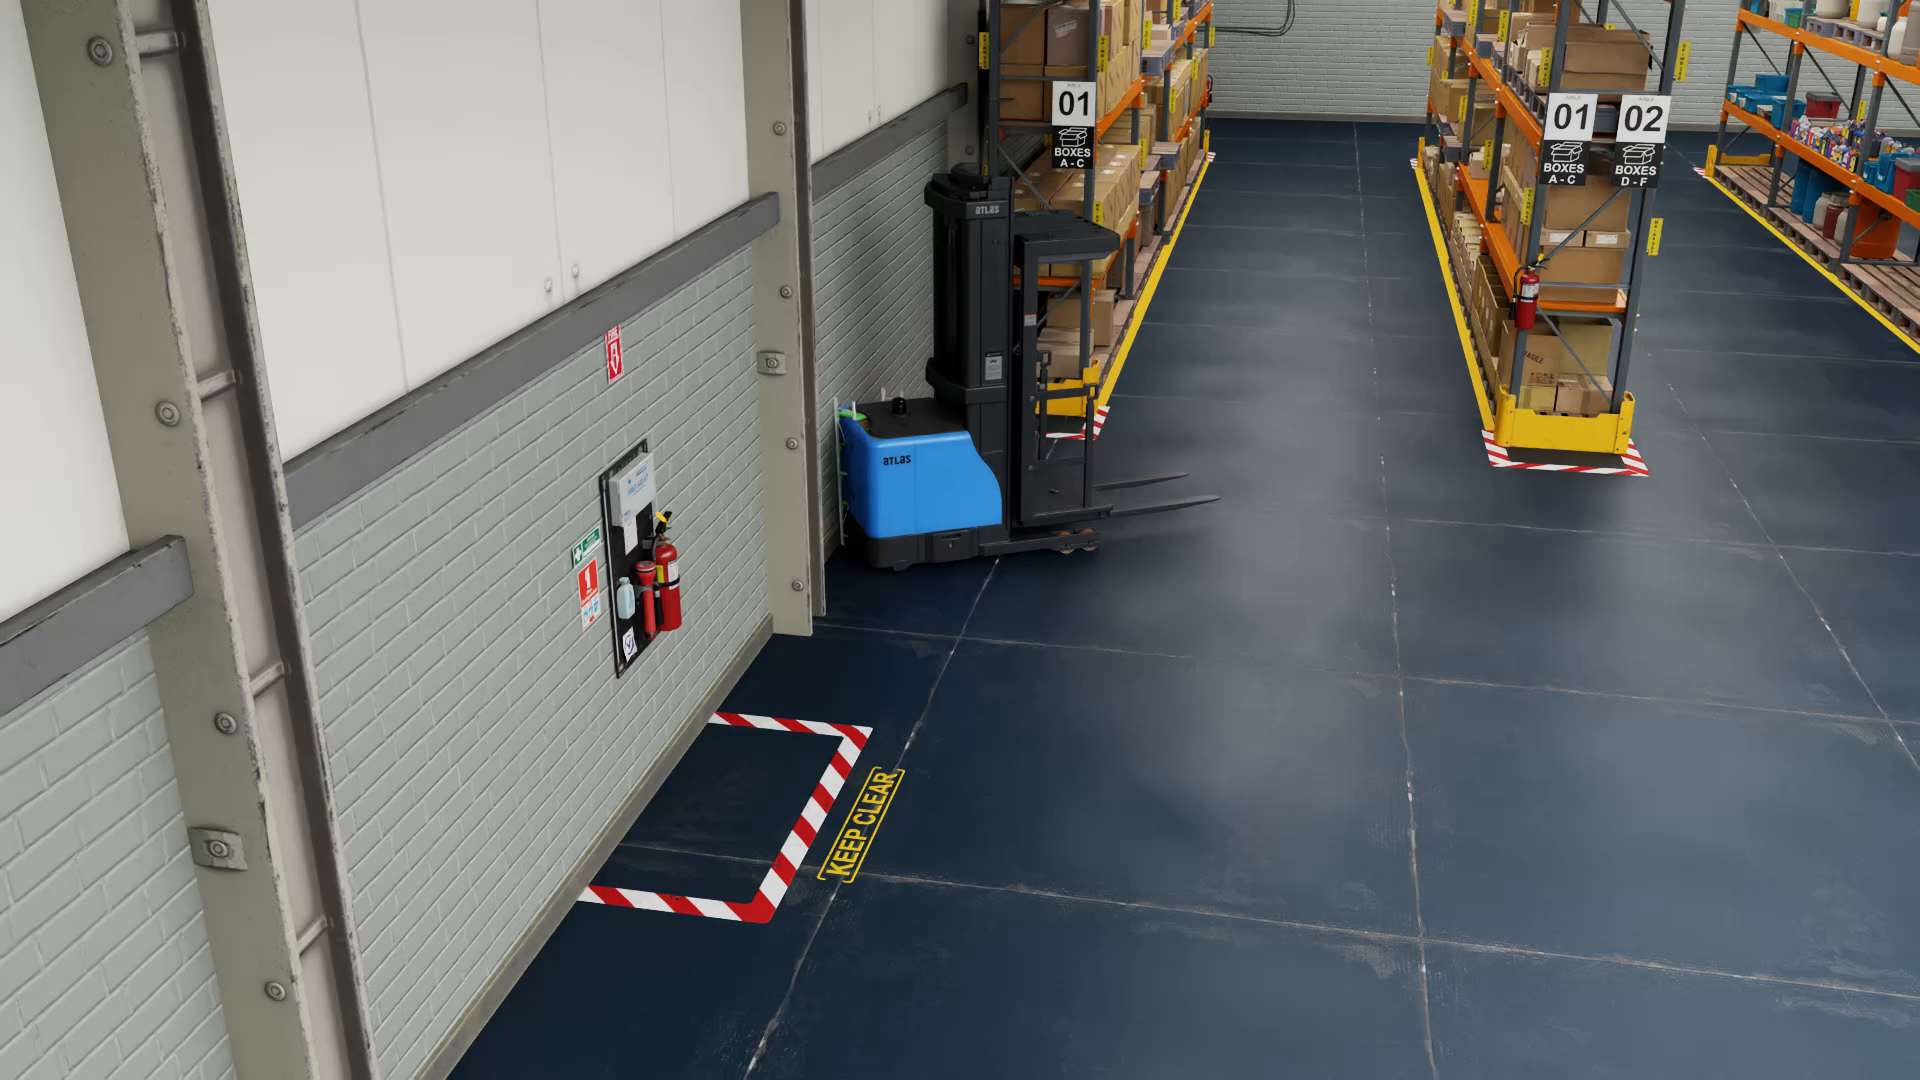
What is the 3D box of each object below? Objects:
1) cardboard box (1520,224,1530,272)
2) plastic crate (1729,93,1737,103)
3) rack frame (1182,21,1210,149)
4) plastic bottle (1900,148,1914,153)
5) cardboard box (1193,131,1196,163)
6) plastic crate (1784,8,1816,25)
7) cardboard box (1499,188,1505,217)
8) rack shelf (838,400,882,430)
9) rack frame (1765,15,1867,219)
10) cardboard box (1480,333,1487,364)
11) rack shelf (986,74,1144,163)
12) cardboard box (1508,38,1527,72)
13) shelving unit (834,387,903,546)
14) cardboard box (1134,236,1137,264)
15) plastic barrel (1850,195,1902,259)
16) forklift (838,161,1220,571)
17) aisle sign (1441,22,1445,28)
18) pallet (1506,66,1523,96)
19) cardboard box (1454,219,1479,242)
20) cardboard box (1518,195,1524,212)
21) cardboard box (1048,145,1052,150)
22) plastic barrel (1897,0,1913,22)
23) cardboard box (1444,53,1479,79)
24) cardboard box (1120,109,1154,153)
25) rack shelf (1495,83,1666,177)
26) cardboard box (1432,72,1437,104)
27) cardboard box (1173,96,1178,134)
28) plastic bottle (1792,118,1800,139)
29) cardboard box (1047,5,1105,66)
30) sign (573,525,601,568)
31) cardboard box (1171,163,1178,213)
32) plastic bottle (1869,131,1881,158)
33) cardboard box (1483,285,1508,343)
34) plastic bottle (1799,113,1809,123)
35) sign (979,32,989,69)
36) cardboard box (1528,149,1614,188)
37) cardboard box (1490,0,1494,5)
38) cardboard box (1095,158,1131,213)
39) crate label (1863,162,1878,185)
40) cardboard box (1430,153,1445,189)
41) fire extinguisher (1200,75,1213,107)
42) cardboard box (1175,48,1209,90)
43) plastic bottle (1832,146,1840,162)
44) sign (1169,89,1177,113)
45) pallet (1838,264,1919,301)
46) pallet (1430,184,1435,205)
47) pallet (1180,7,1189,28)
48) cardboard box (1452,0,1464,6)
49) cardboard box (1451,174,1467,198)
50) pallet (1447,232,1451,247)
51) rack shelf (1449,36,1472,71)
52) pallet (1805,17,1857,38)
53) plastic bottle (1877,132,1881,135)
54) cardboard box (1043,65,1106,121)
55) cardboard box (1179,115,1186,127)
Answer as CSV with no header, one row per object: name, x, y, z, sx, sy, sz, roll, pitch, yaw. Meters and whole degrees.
cardboard box,5.935,-2.886,16.370,0.700,0.500,0.500,5,22,11
plastic crate,13.211,-7.498,28.229,0.250,0.136,0.298,4,22,11
rack frame,4.032,-8.524,30.503,1.000,3.000,0.127,4,22,11
plastic bottle,12.597,-5.088,22.138,0.152,0.276,0.135,4,22,11
cardboard box,3.783,-6.929,29.326,0.700,0.500,0.500,4,22,9
plastic crate,12.788,-7.977,25.354,0.416,0.233,0.300,4,22,11
cardboard box,6.491,-3.873,19.155,0.500,0.250,0.500,6,23,14
rack shelf,-0.709,-0.962,13.022,0.480,0.148,0.258,-17,23,-41
rack frame,12.914,-6.306,24.996,1.000,3.000,0.127,4,22,11
cardboard box,5.732,-1.984,17.382,0.500,0.250,0.500,4,22,11
rack shelf,1.175,-4.462,17.364,1.077,0.370,4.000,4,22,11
cardboard box,5.963,-5.007,17.126,0.500,0.311,0.500,3,22,8
shelving unit,-0.698,-0.566,13.148,0.503,1.200,0.258,-17,23,-41
cardboard box,1.917,-3.827,21.597,0.700,0.500,0.500,5,22,12
plastic barrel,12.181,-4.211,22.138,0.600,0.830,0.708,4,22,11
forklift,0.591,-1.433,12.988,3.031,2.935,1.130,-7,23,-17
aisle sign,8.609,-9.401,29.201,0.394,0.787,0.004,4,22,11
pallet,6.285,-4.795,17.349,1.003,0.211,1.213,4,22,11
cardboard box,6.757,-4.040,21.736,0.500,0.311,0.500,4,22,10
cardboard box,5.823,-3.365,16.692,0.380,0.149,0.250,4,22,10
cardboard box,1.283,-4.267,19.103,0.500,0.500,0.500,4,22,10
plastic barrel,12.217,-6.836,21.159,0.600,0.830,0.708,4,22,11
cardboard box,7.916,-7.400,26.239,0.500,0.500,0.500,5,22,11
cardboard box,2.226,-5.470,22.196,0.700,0.500,0.500,2,22,6
rack shelf,6.026,-4.085,16.430,1.077,0.370,4.000,4,22,11
cardboard box,8.328,-7.679,28.273,0.500,0.500,0.500,4,22,11
cardboard box,2.865,-6.141,24.027,0.500,0.500,0.500,5,23,13
plastic bottle,12.395,-6.101,24.644,0.061,0.283,0.133,4,22,11
cardboard box,1.083,-4.706,15.508,0.500,0.500,0.500,3,22,7
sign,-1.907,0.032,8.502,0.001,0.109,0.331,4,22,11
cardboard box,2.863,-5.375,24.999,0.750,0.750,0.750,4,22,11
plastic bottle,12.646,-5.481,23.015,0.144,0.351,0.185,4,22,11
cardboard box,5.729,-2.332,17.243,0.500,0.500,0.500,4,22,11
plastic bottle,12.517,-6.164,24.710,0.144,0.351,0.185,4,22,11
sign,0.228,-4.524,15.371,0.100,0.325,0.005,4,22,11
cardboard box,5.940,-3.511,16.185,0.700,0.500,0.500,5,22,11
cardboard box,7.449,-7.469,22.397,0.500,0.500,0.500,4,22,11
cardboard box,1.580,-3.860,18.093,0.500,0.500,0.500,4,22,9
crate label,11.645,-4.640,21.083,0.303,0.233,0.416,4,22,11
cardboard box,7.905,-5.959,26.893,0.500,0.500,0.500,4,22,11
fire extinguisher,4.515,-8.335,30.637,0.296,0.674,0.183,4,22,11
cardboard box,3.938,-8.476,29.982,0.980,0.700,0.700,5,23,13
plastic bottle,11.971,-5.270,22.690,0.097,0.201,0.097,0,22,0
sign,2.933,-6.061,22.943,0.100,0.325,0.005,4,22,11
pallet,11.902,-3.269,21.188,1.003,0.211,1.213,4,22,11
pallet,8.207,-5.642,27.081,1.003,0.211,1.213,4,22,11
pallet,3.077,-8.025,25.504,0.805,0.209,1.217,4,22,9
cardboard box,7.899,-8.437,25.804,0.500,0.250,0.500,4,22,11
cardboard box,7.218,-4.995,23.495,0.500,0.250,0.500,5,23,13
pallet,7.439,-4.199,23.496,1.003,0.211,1.213,4,22,11
rack shelf,7.658,-7.011,23.695,1.077,0.370,4.000,4,22,11
pallet,12.850,-7.316,23.740,1.213,0.211,1.003,4,22,11
plastic bottle,12.898,-5.627,23.477,0.152,0.276,0.135,4,22,11
cardboard box,1.080,-4.223,15.648,0.500,0.500,0.500,5,22,12
cardboard box,3.302,-6.522,25.842,0.380,0.149,0.250,4,22,11
